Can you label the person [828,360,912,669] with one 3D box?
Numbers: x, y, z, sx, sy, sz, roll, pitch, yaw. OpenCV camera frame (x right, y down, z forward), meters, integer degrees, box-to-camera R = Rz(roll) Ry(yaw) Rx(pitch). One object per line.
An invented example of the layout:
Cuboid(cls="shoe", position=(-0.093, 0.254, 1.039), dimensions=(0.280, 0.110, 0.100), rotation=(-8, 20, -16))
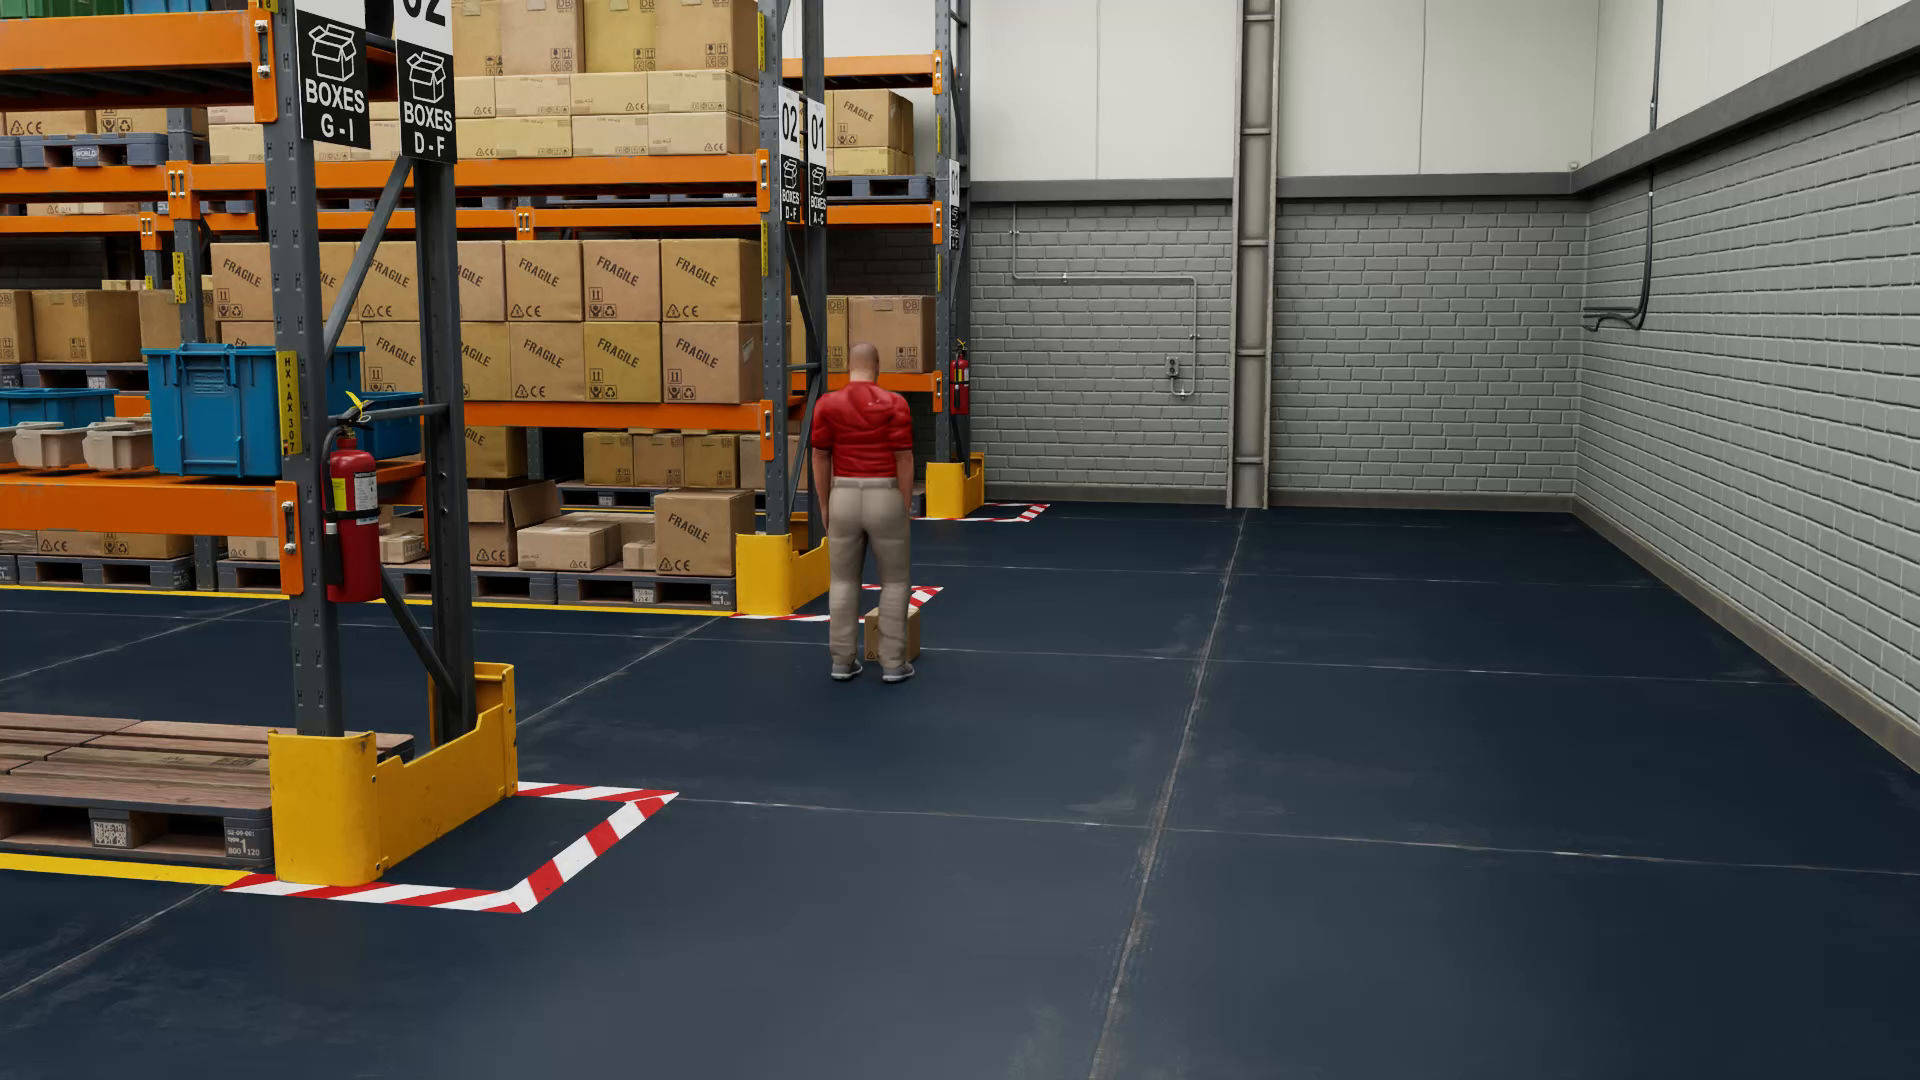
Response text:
Cuboid(cls="person", position=(-0.465, -0.137, 8.458), dimensions=(0.434, 1.549, 0.356), rotation=(2, 8, 12))
